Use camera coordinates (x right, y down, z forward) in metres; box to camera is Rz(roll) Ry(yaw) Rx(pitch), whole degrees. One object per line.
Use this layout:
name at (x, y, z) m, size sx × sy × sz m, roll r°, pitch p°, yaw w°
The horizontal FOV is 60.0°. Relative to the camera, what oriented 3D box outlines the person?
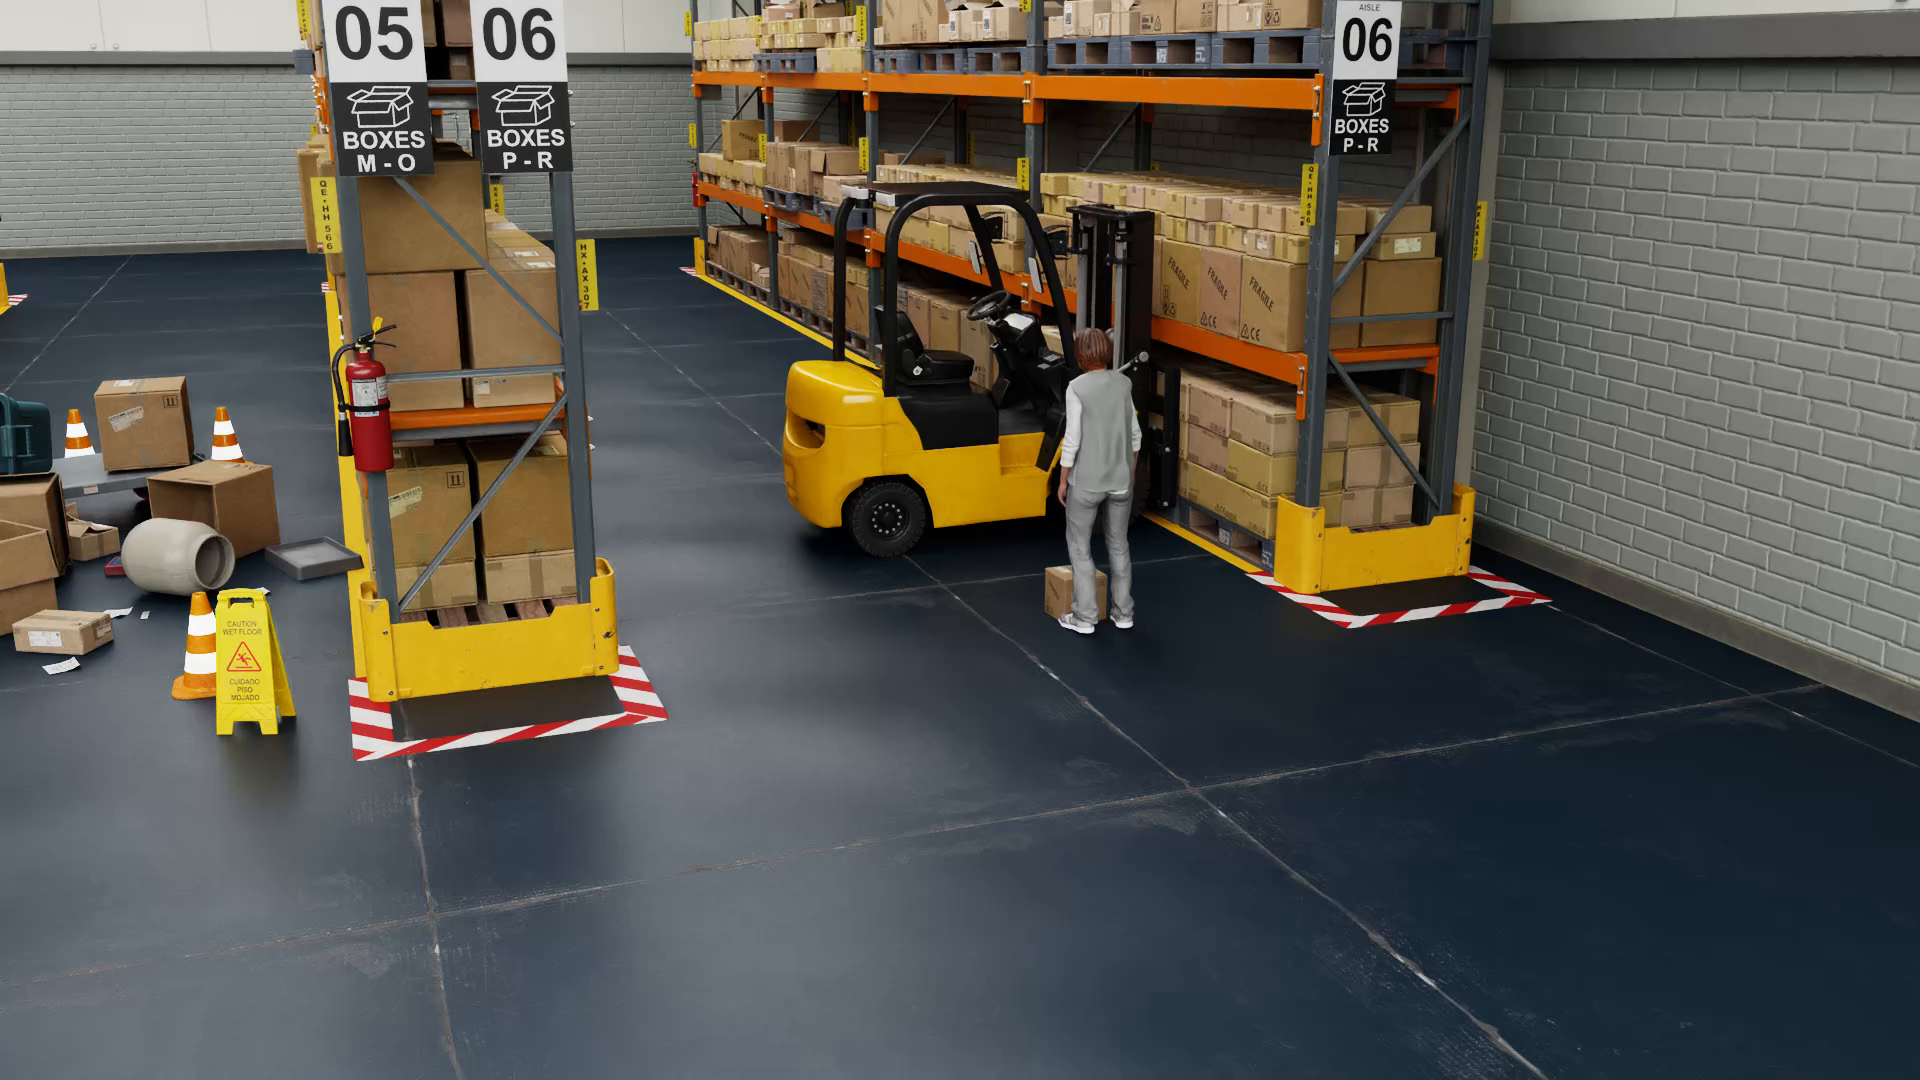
person at (0.719, -0.296, 8.592) m, size 0.475 × 1.591 × 0.347 m, roll -7°, pitch 17°, yaw -23°
